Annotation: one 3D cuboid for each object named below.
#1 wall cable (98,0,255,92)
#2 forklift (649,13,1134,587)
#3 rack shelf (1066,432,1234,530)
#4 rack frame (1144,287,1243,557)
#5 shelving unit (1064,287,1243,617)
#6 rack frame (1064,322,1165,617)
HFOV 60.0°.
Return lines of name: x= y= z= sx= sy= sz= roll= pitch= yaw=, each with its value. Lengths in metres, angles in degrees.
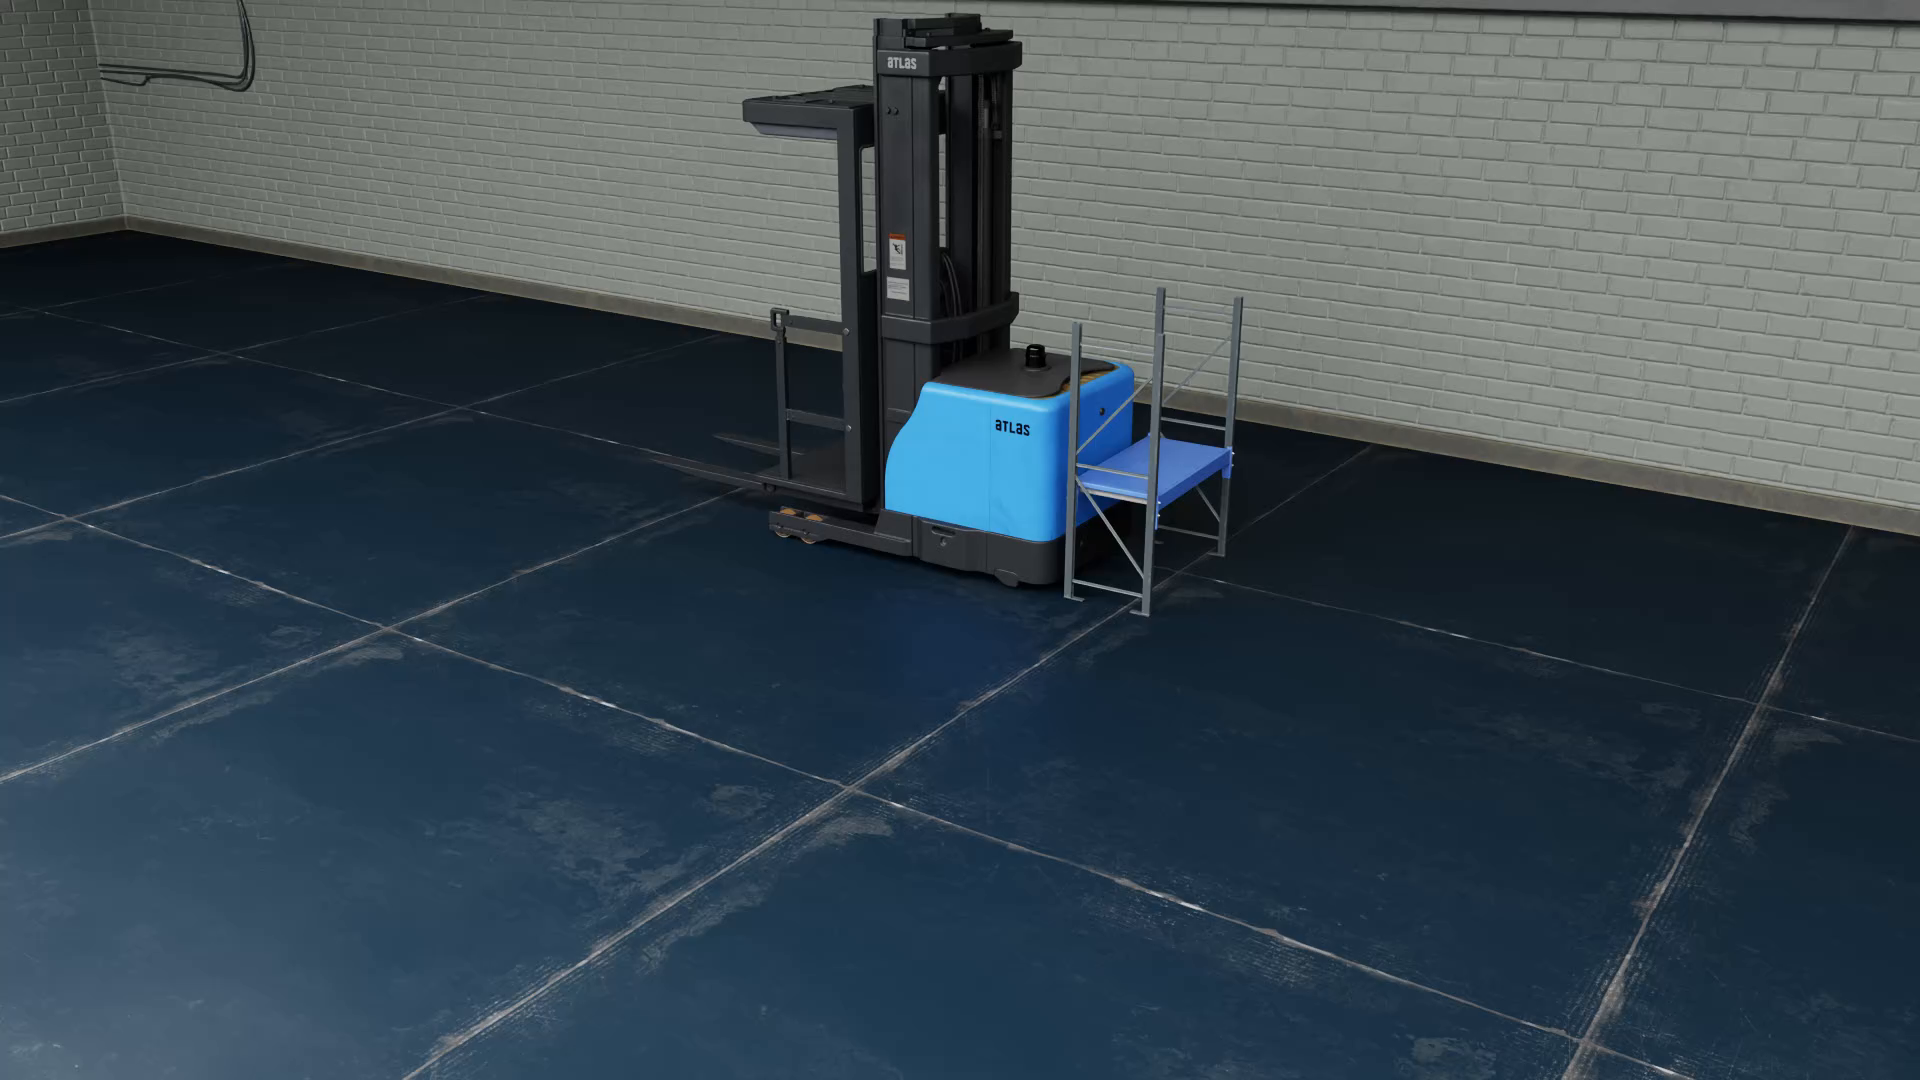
wall cable: x=-8.696 y=-6.160 z=17.924 sx=3.097 sy=2.526 sz=0.112 roll=13 pitch=24 yaw=32
forklift: x=-0.522 y=-1.492 z=9.574 sx=3.031 sy=2.935 sz=1.130 roll=13 pitch=24 yaw=31
rack shelf: x=1.044 y=-0.334 z=9.019 sx=0.538 sy=0.185 sz=1.000 roll=12 pitch=24 yaw=29
rack frame: x=1.307 y=-0.653 z=9.365 sx=0.500 sy=1.500 sz=0.032 roll=12 pitch=24 yaw=29
shelving unit: x=1.045 y=-0.502 z=8.956 sx=0.538 sy=1.500 sz=1.048 roll=12 pitch=24 yaw=29
rack frame: x=0.784 y=-0.351 z=8.547 sx=0.500 sy=1.500 sz=0.032 roll=12 pitch=24 yaw=29
